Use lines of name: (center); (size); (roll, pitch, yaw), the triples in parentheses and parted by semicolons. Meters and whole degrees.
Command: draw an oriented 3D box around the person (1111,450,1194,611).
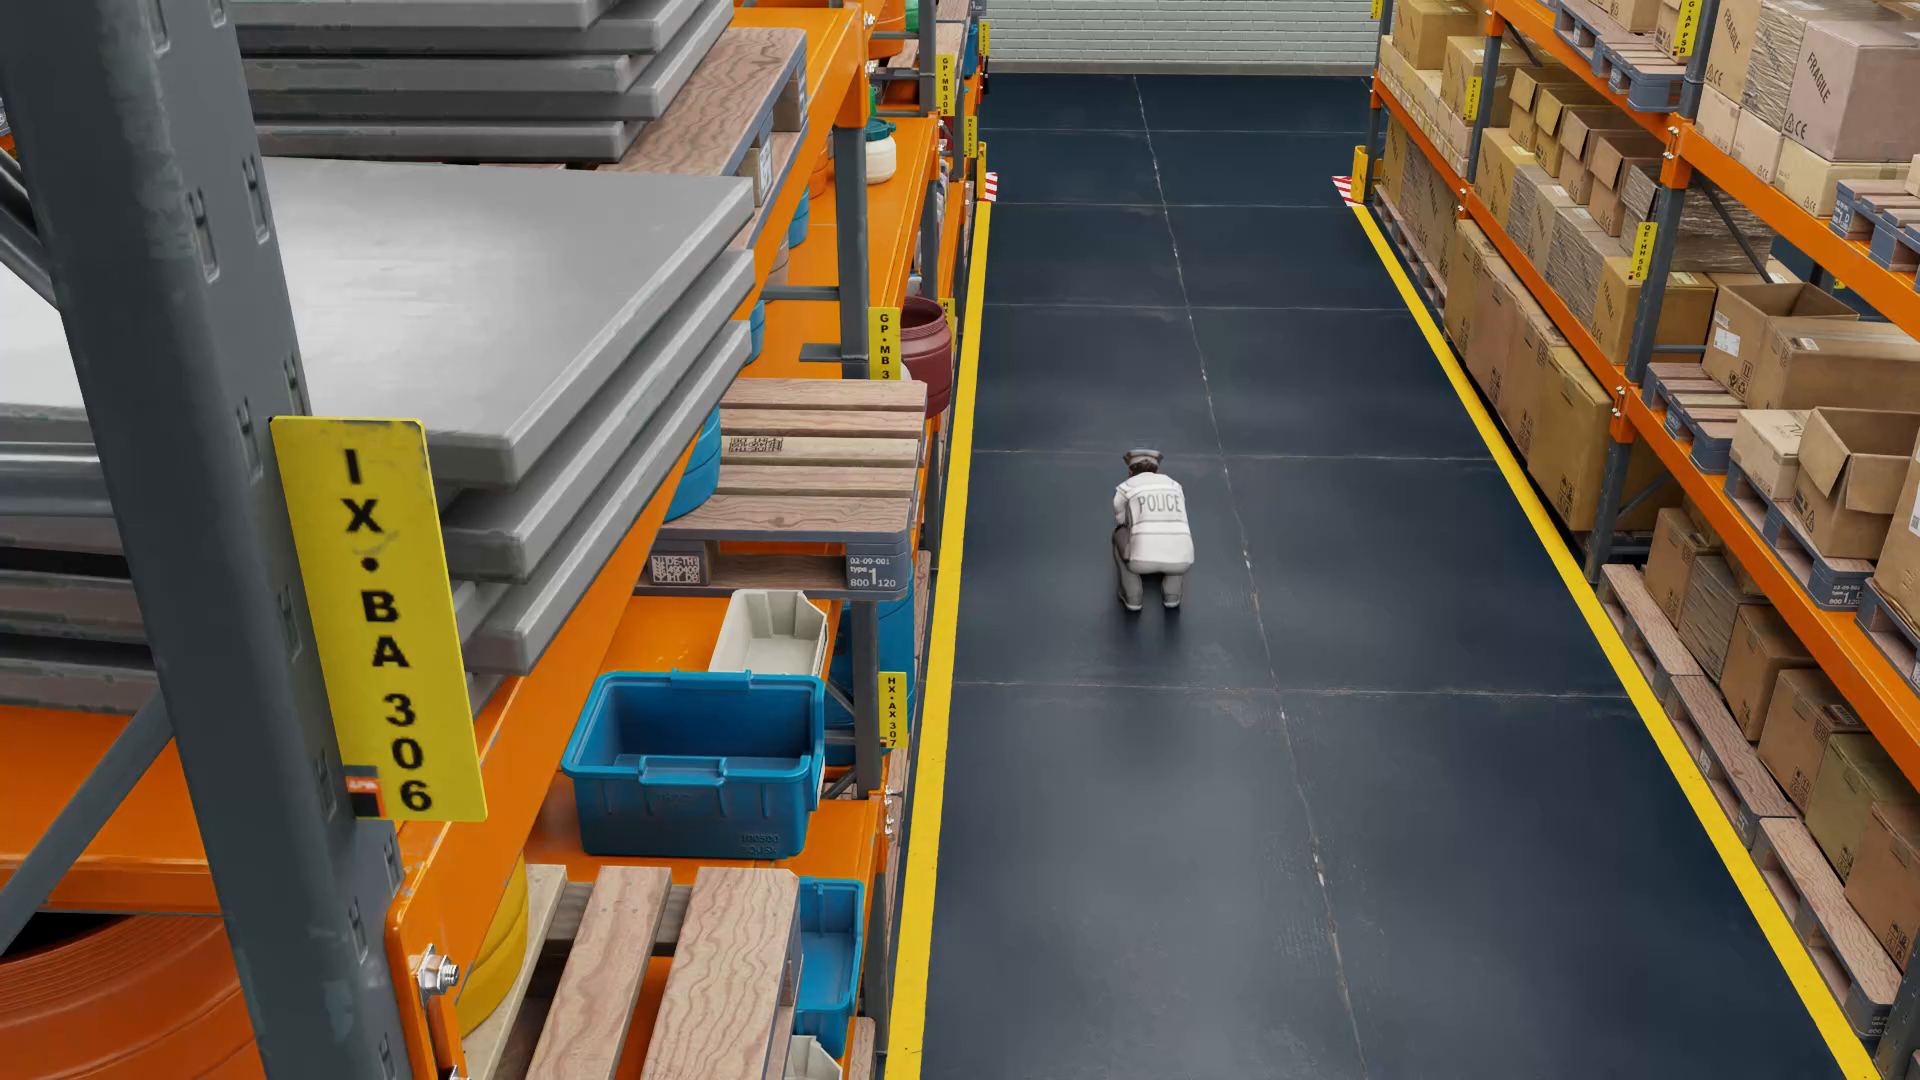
person: (1.142, -0.037, 9.890); (0.471, 0.846, 0.883); (1, 28, 2)
